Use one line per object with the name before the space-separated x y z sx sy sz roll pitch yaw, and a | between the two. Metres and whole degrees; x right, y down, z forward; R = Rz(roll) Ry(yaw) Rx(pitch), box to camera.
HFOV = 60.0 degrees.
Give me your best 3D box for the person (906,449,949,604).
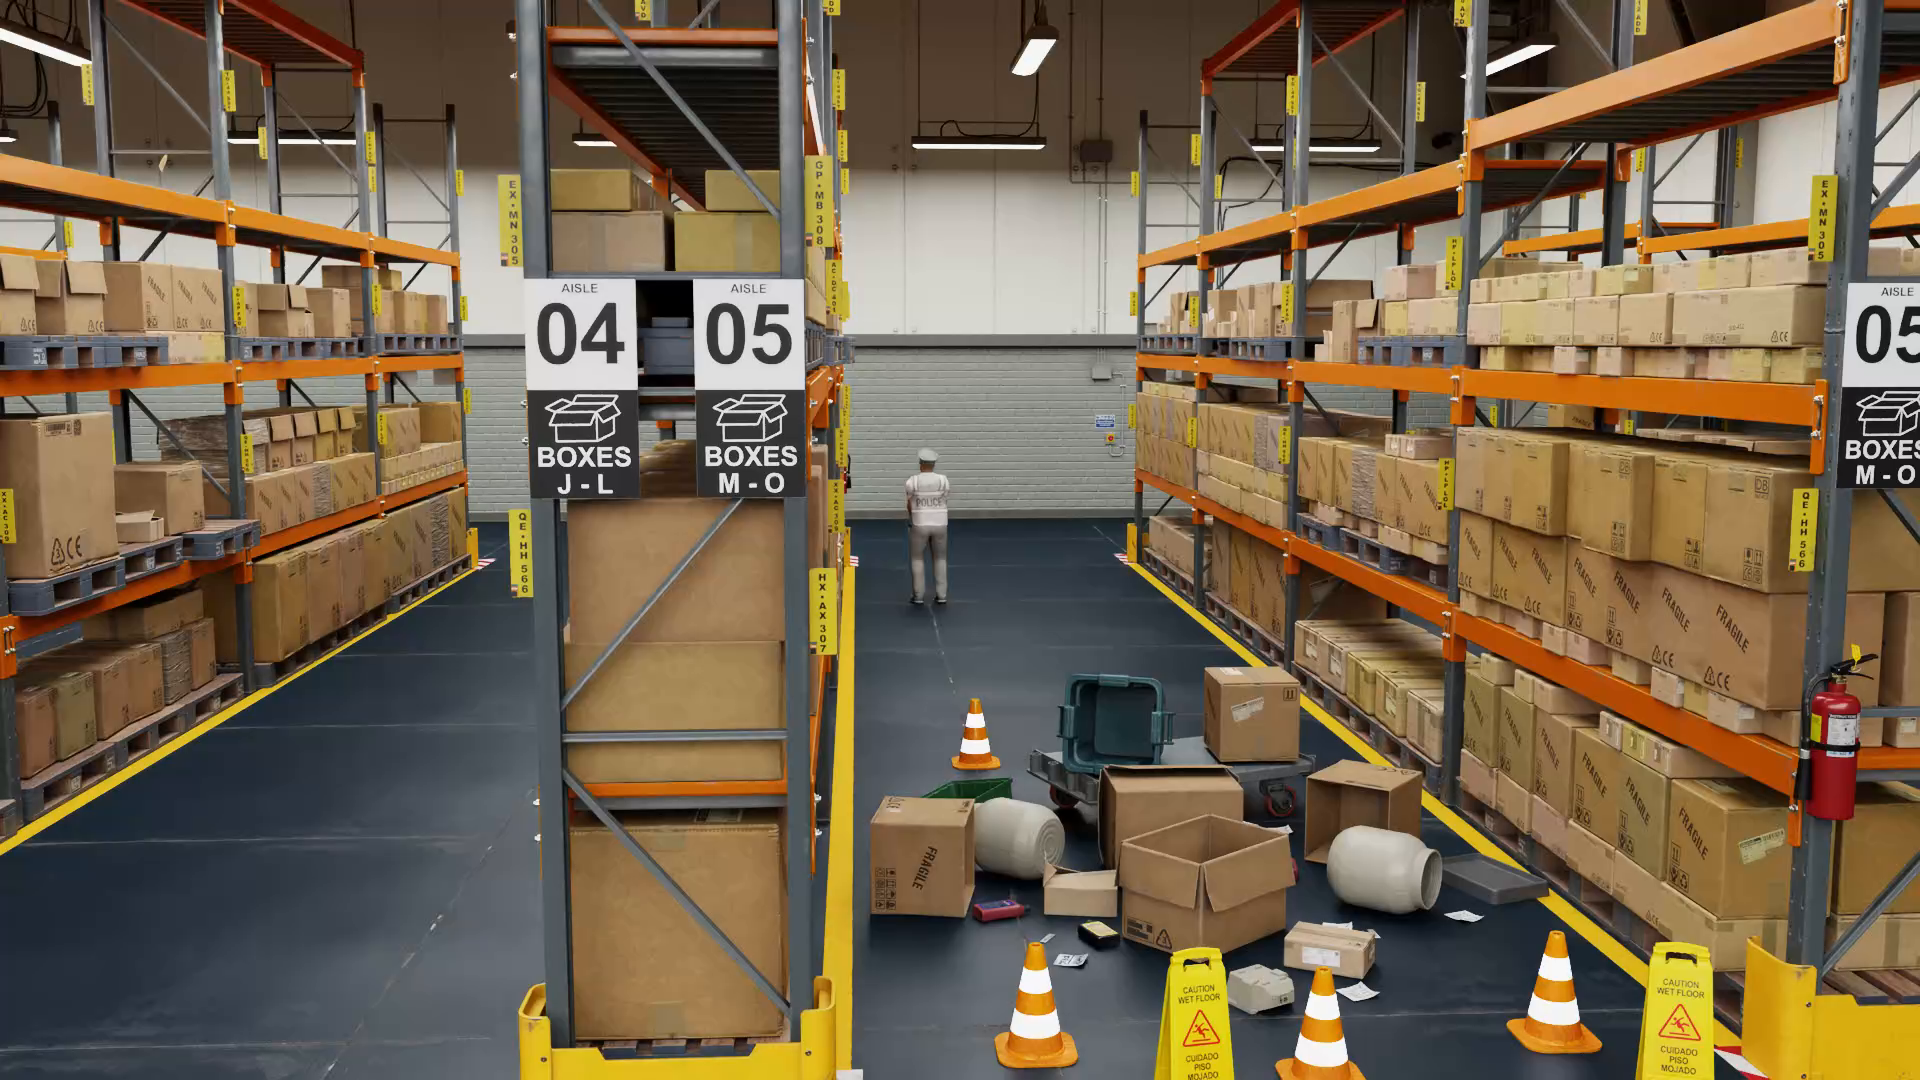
person | -0.391 -0.166 19.028 0.493 1.767 0.566 -1 7 -12
